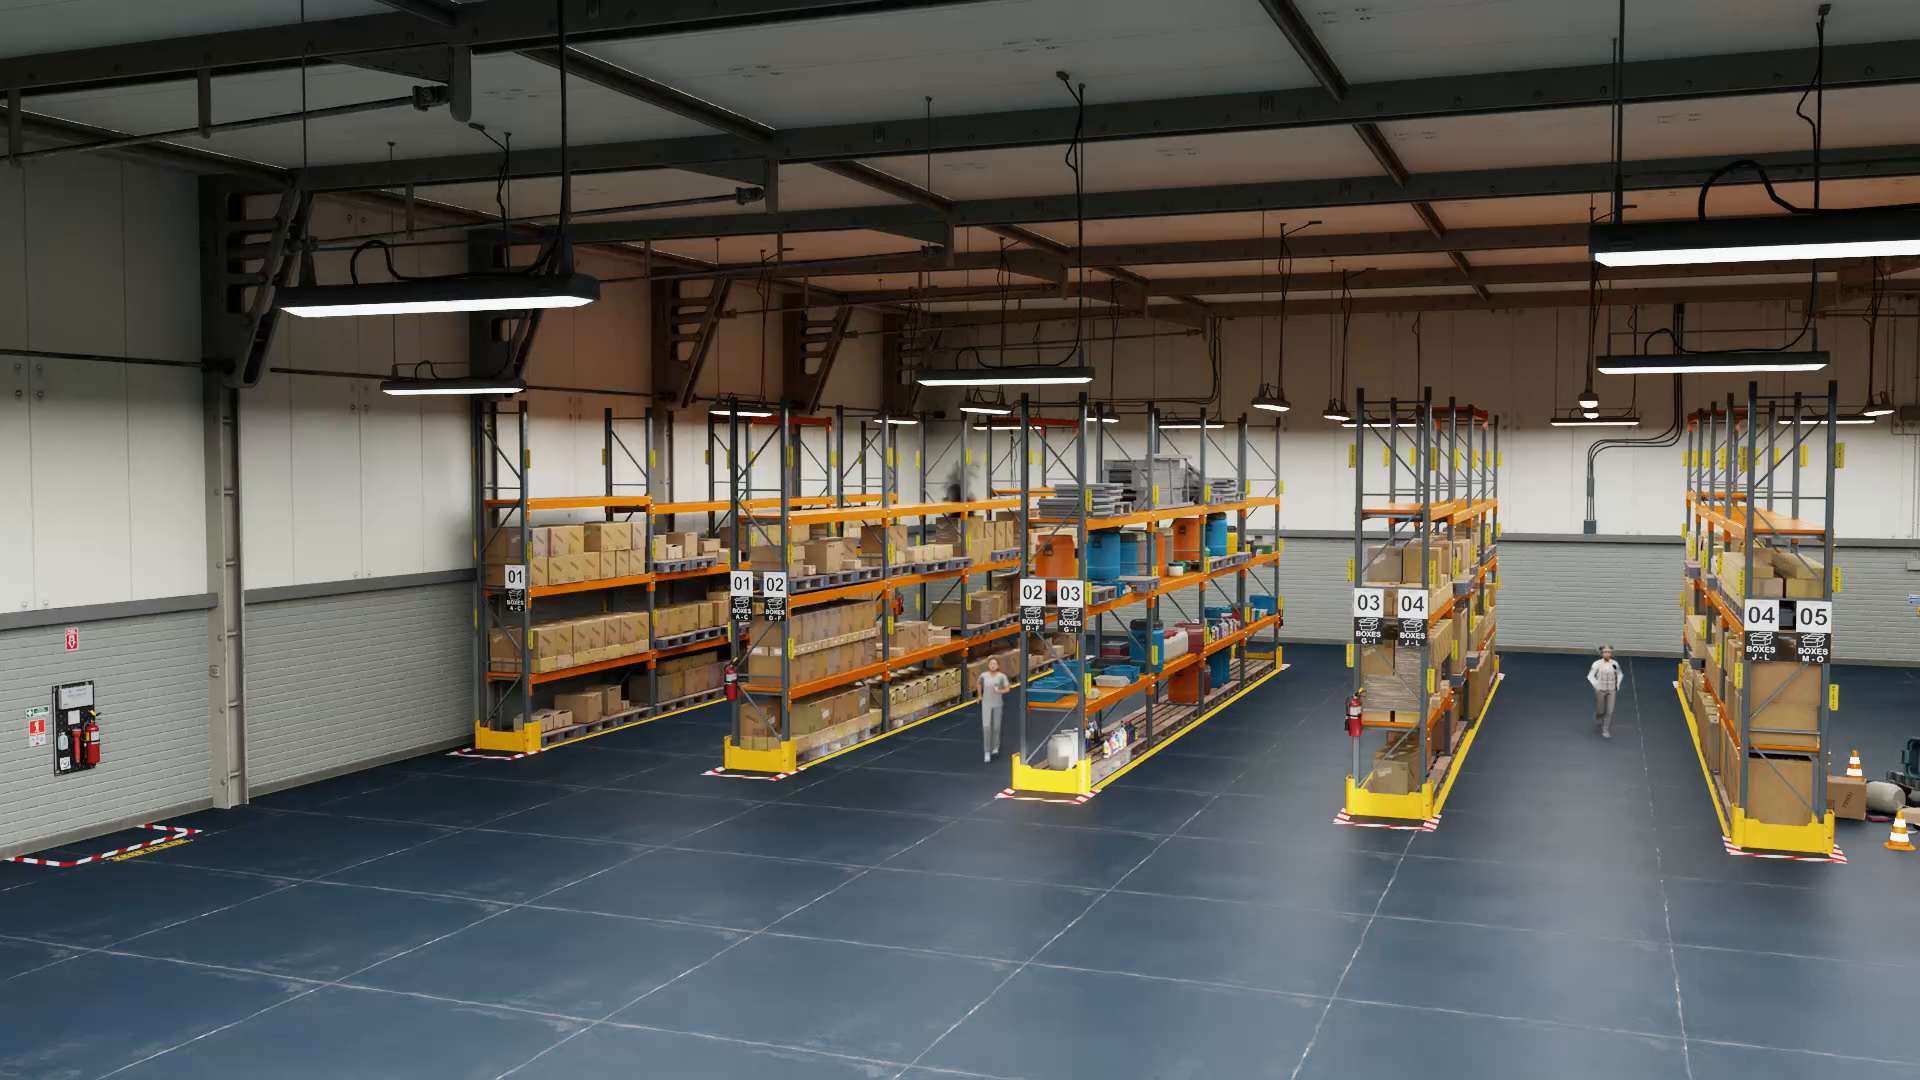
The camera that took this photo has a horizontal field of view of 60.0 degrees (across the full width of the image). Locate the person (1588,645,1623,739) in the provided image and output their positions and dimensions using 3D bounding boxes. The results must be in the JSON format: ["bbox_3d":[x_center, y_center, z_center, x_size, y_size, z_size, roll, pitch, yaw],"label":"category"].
[{"bbox_3d":[11.676,2.717,30.055,0.617,1.671,0.696,1,3,10],"label":"person"}]

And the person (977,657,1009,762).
[{"bbox_3d":[0.551,2.796,27.753,0.555,1.705,0.806,0,3,4],"label":"person"}]
